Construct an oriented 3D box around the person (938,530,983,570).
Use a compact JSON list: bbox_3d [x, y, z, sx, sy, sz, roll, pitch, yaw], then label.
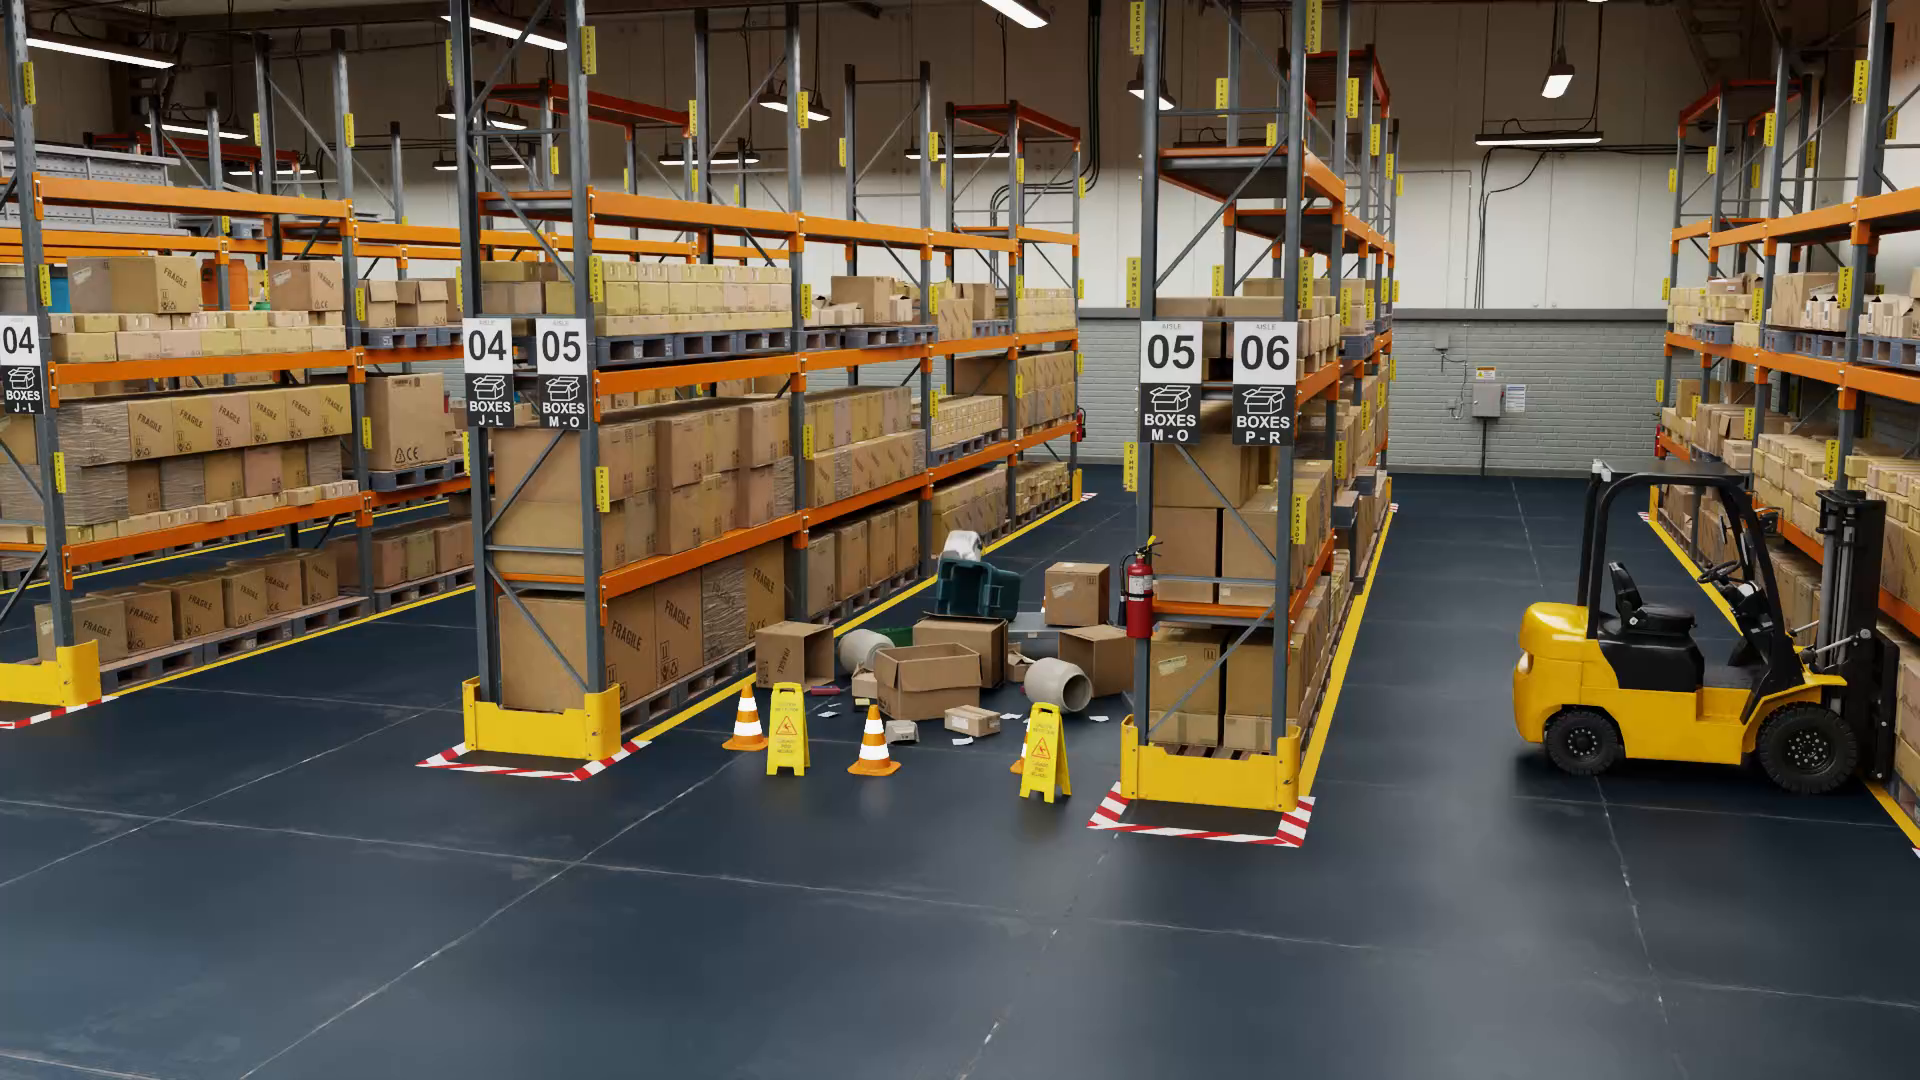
[{"bbox_3d":[-0.014,0.351,17.772,0.447,0.851,0.887,2,9,14],"label":"person"}]
